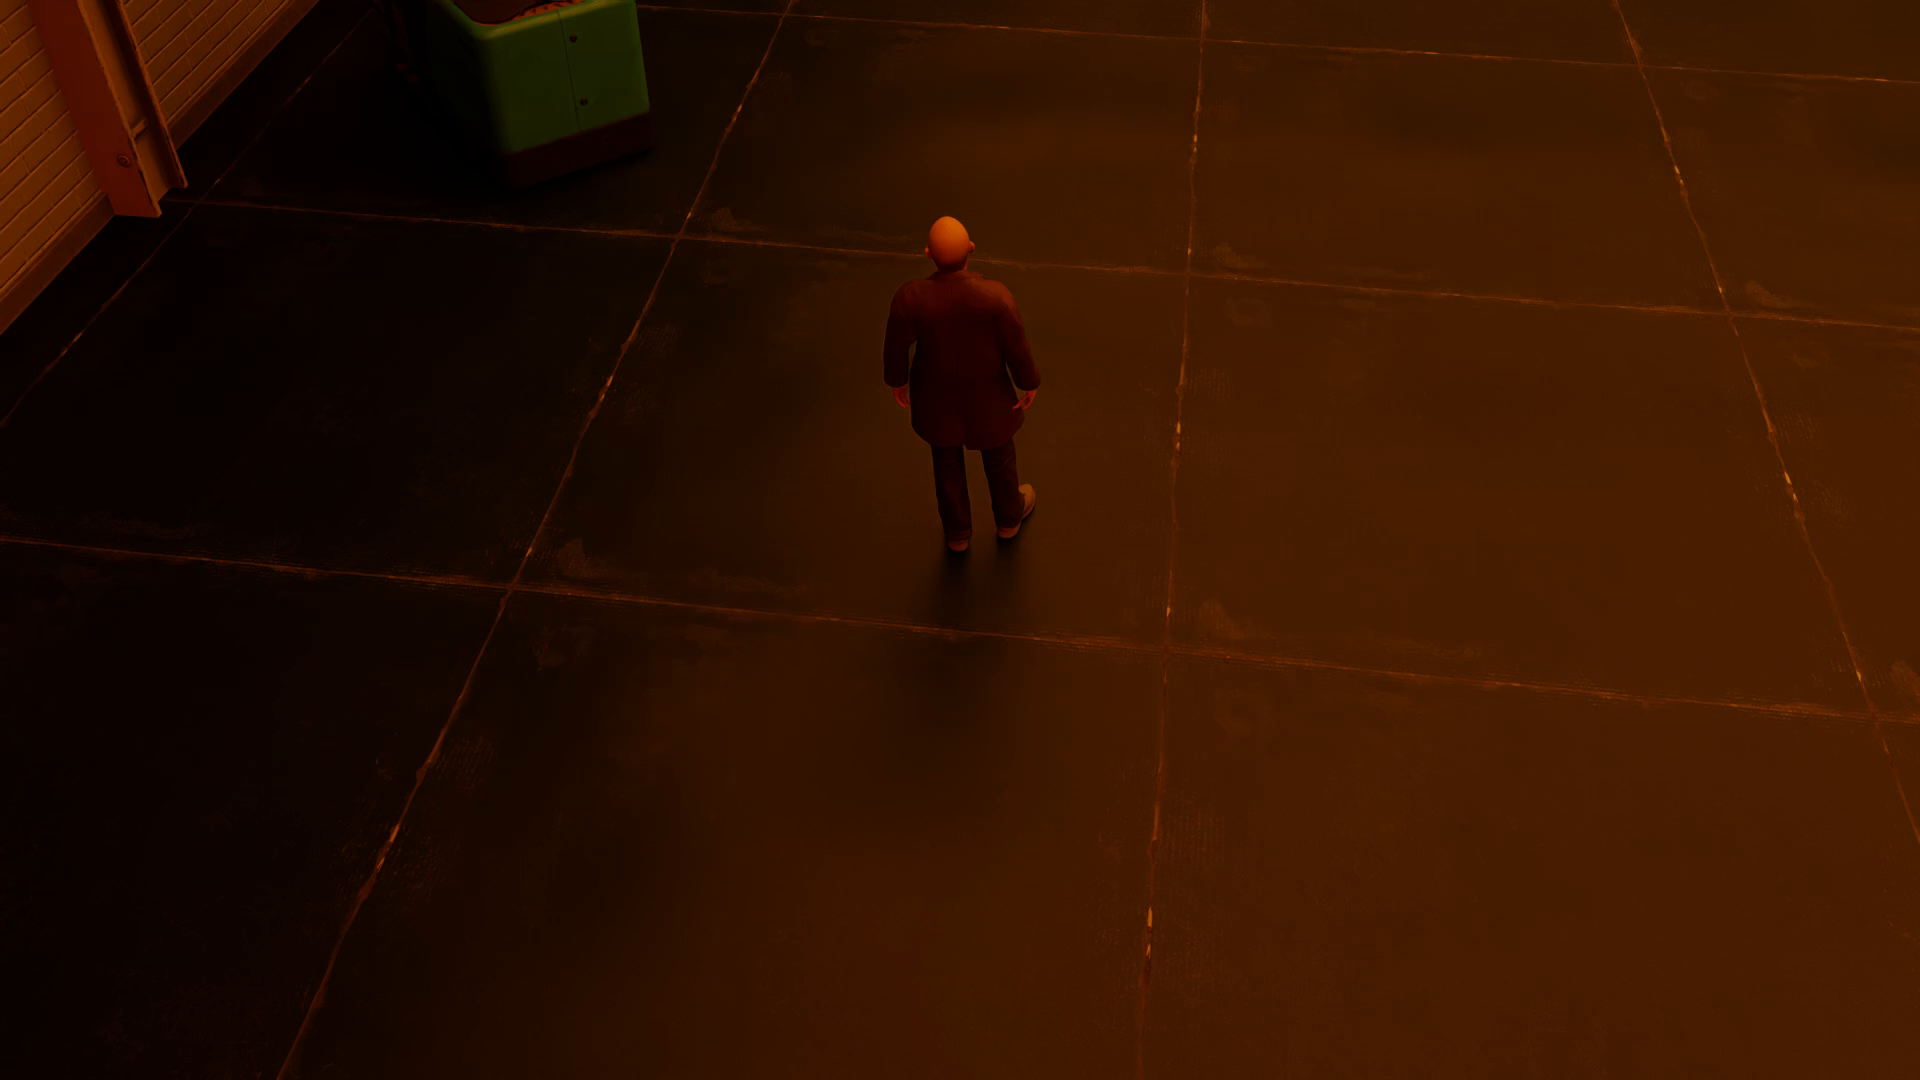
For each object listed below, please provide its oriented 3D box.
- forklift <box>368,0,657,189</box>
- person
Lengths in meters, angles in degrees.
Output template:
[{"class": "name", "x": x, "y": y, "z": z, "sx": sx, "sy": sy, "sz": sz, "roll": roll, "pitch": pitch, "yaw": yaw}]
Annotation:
[{"class": "forklift", "x": -3.169, "y": -4.175, "z": 10.269, "sx": 1.130, "sy": 2.935, "sz": 3.031, "roll": -25, "pitch": 48, "yaw": -25}, {"class": "person", "x": 0.017, "y": -0.720, "z": 7.350, "sx": 0.696, "sy": 1.775, "sz": 0.582, "roll": 5, "pitch": 43, "yaw": 6}]
